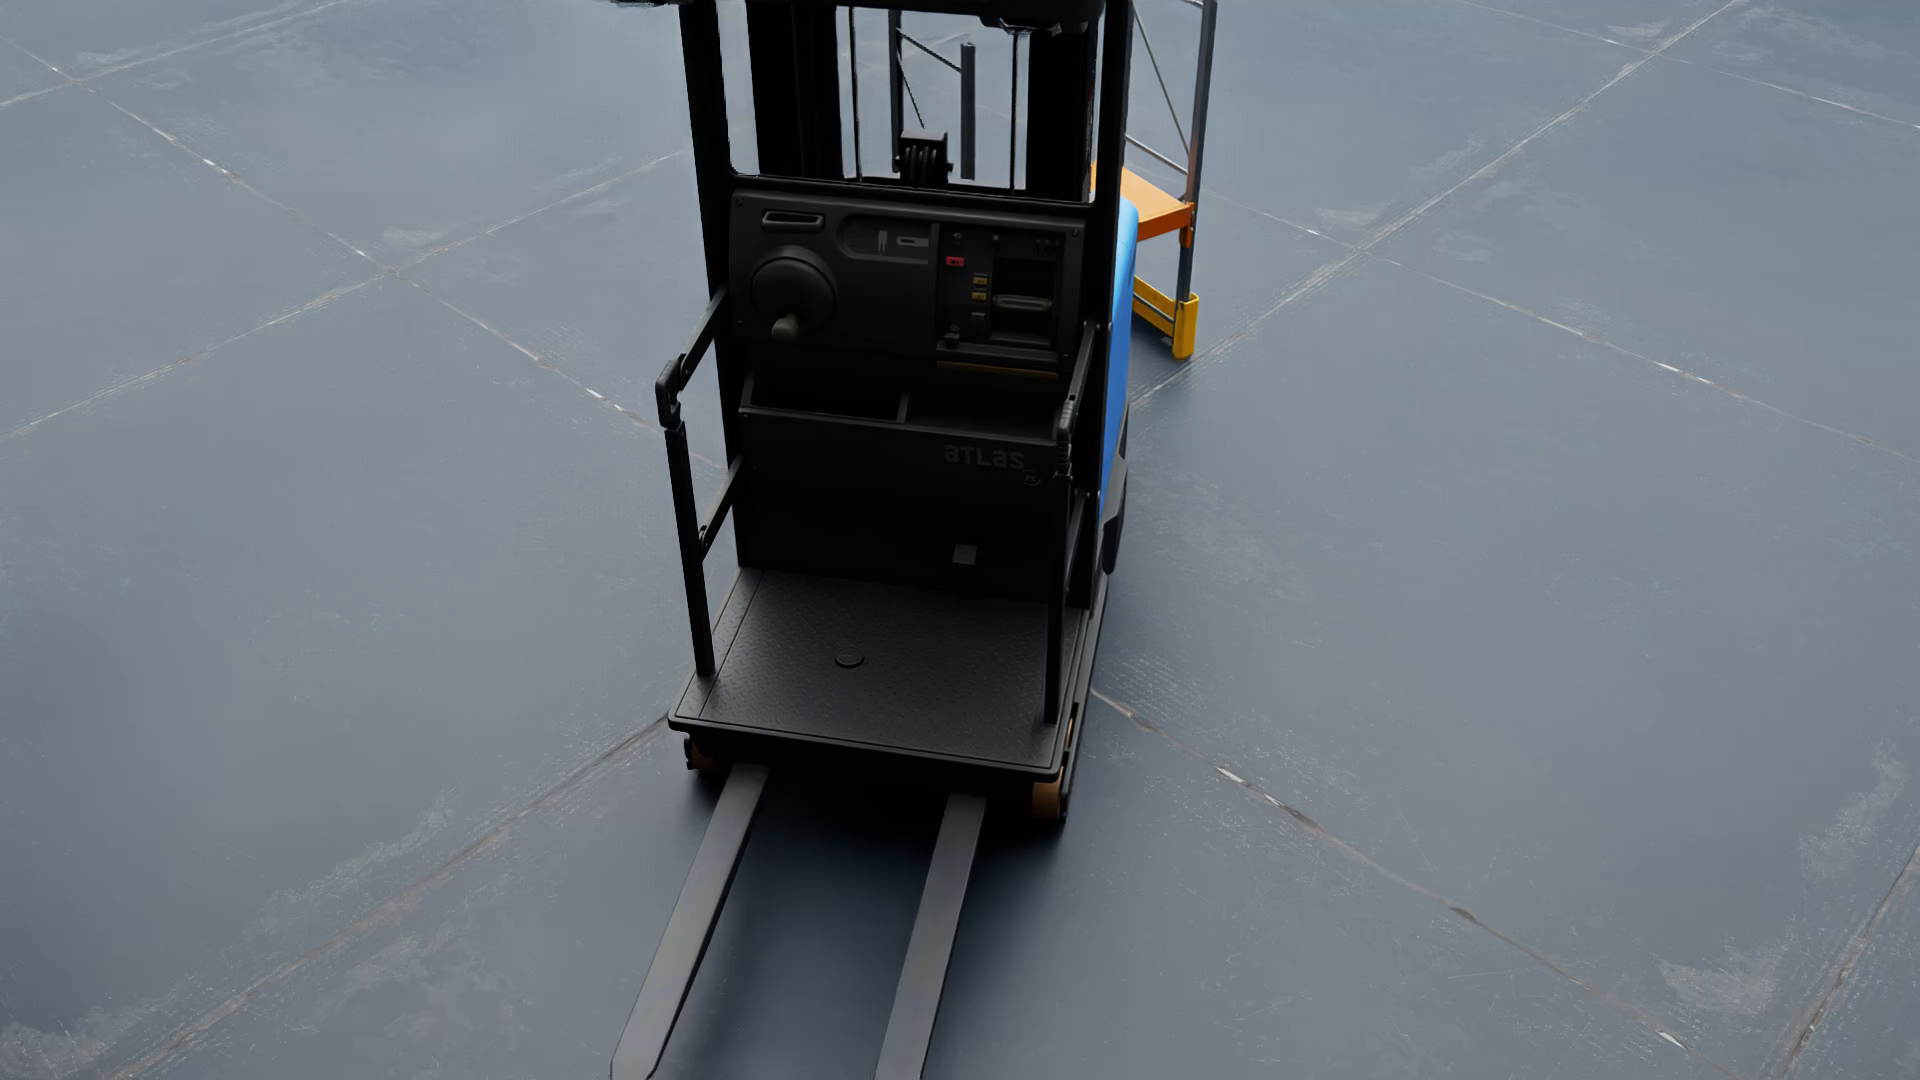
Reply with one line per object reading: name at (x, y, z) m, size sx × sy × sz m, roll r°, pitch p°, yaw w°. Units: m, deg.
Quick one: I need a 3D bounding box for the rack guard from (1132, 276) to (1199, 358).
rack guard at (0.754, -0.990, 6.794) m, size 0.087 × 0.250 × 0.587 m, roll -22°, pitch 44°, yaw -25°

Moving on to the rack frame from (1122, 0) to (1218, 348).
rack frame at (0.755, -1.479, 6.405) m, size 0.032 × 1.500 × 0.500 m, roll -22°, pitch 44°, yaw -25°

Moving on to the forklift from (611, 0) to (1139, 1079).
forklift at (-0.185, -0.601, 4.151) m, size 1.130 × 2.935 × 3.031 m, roll 7°, pitch 39°, yaw 9°

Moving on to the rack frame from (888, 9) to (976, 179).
rack frame at (-0.096, -1.133, 5.970) m, size 0.032 × 1.500 × 0.500 m, roll -22°, pitch 44°, yaw -25°

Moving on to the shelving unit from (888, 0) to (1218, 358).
shelving unit at (0.337, -1.309, 6.192) m, size 1.083 × 1.500 × 0.587 m, roll -22°, pitch 44°, yaw -25°

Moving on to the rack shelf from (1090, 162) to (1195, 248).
rack shelf at (0.329, -1.166, 6.300) m, size 1.000 × 0.185 × 0.538 m, roll -22°, pitch 44°, yaw -25°
